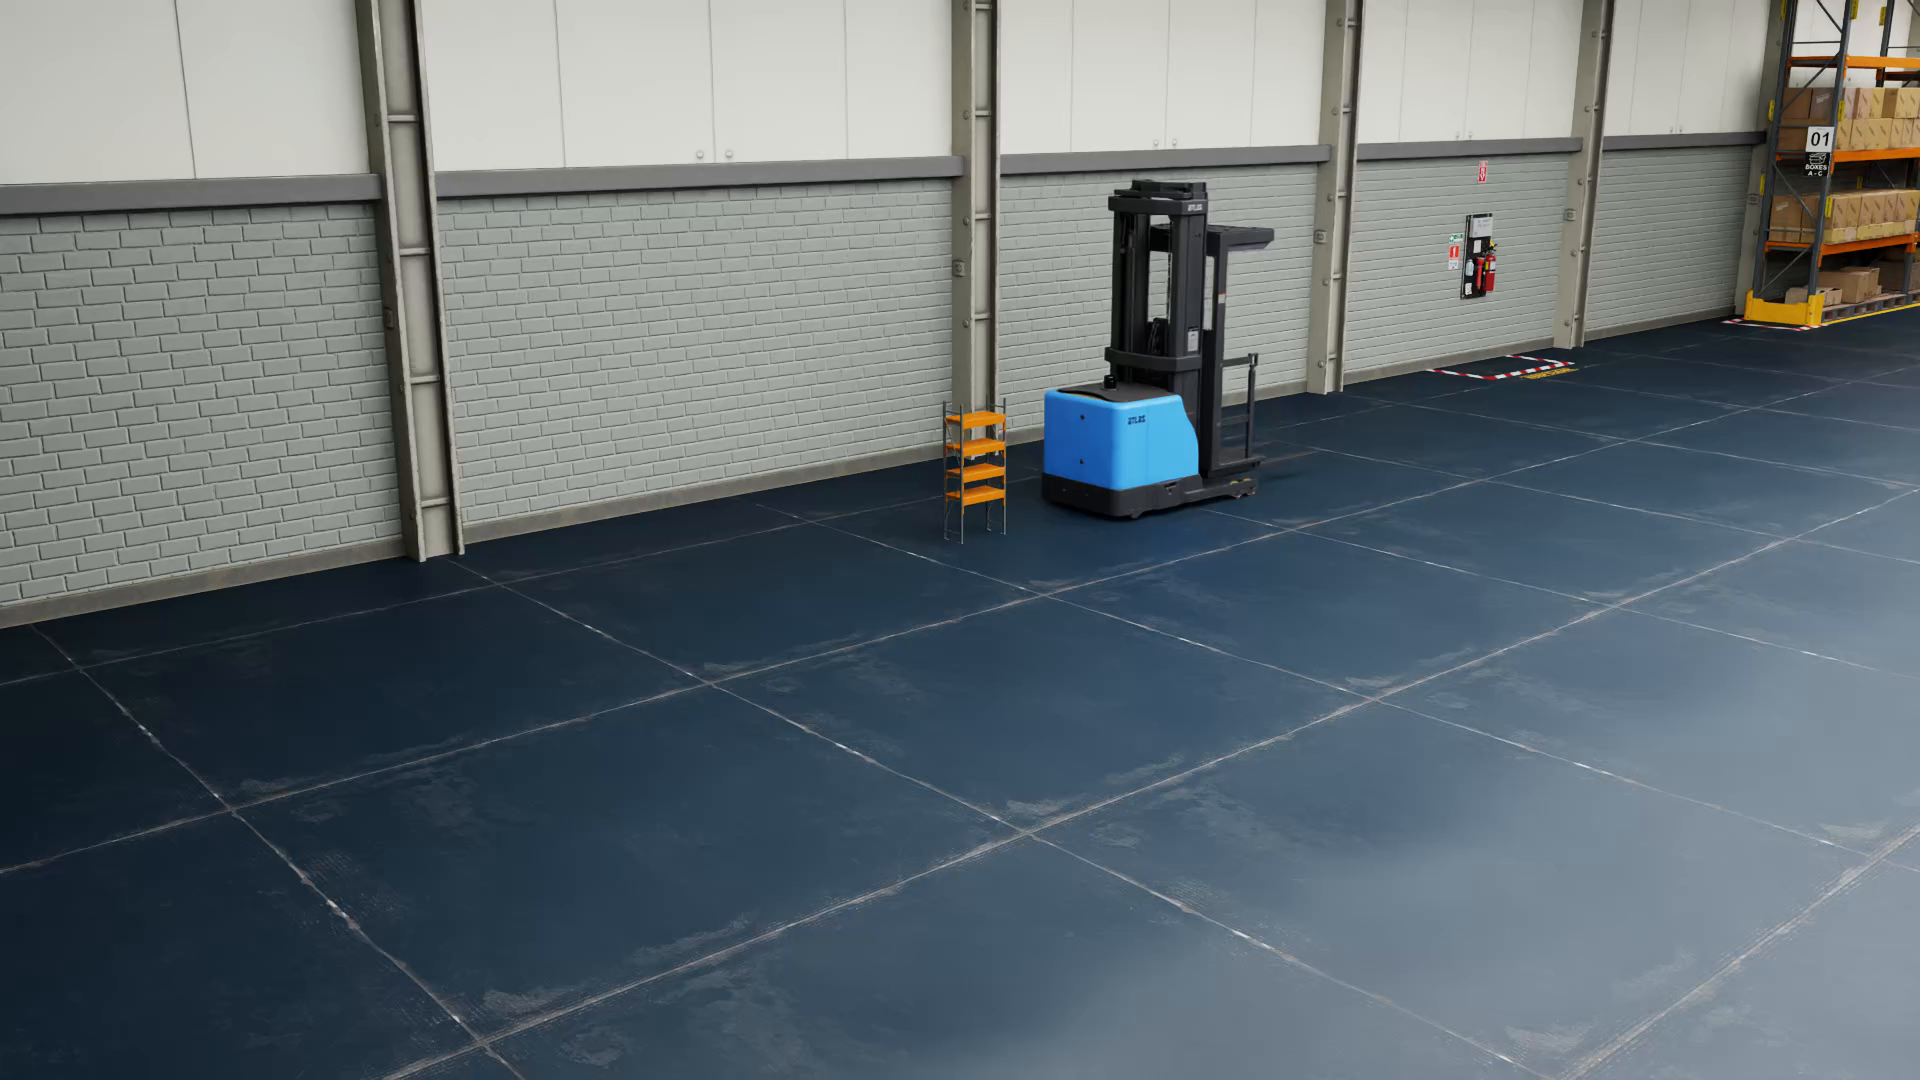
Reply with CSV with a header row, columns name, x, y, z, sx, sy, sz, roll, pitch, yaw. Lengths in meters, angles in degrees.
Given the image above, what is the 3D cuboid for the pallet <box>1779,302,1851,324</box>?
name,x,y,z,sx,sy,sz,roll,pitch,yaw
pallet,14.474,-3.908,28.472,1.213,0.211,1.003,-13,19,-39

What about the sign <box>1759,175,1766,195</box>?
name,x,y,z,sx,sy,sz,roll,pitch,yaw
sign,13.431,-5.935,27.802,0.005,0.325,0.100,-13,19,-39

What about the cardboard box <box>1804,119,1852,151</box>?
name,x,y,z,sx,sy,sz,roll,pitch,yaw
cardboard box,14.197,-6.627,27.202,0.500,0.500,0.500,-12,19,-38

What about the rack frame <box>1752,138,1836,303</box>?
name,x,y,z,sx,sy,sz,roll,pitch,yaw
rack frame,13.780,-5.112,27.575,0.127,3.000,1.000,-13,19,-39

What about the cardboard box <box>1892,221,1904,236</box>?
name,x,y,z,sx,sy,sz,roll,pitch,yaw
cardboard box,16.258,-5.505,29.297,0.500,0.250,0.500,-13,19,-39

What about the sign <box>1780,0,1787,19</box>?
name,x,y,z,sx,sy,sz,roll,pitch,yaw
sign,13.431,-8.649,27.077,0.005,0.325,0.100,-13,19,-39

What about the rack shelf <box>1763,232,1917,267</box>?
name,x,y,z,sx,sy,sz,roll,pitch,yaw
rack shelf,15.289,-5.103,28.936,4.000,0.370,1.077,-13,19,-39

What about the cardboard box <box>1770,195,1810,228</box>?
name,x,y,z,sx,sy,sz,roll,pitch,yaw
cardboard box,13.996,-5.533,27.949,0.500,0.500,0.500,-13,20,-40

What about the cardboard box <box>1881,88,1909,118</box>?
name,x,y,z,sx,sy,sz,roll,pitch,yaw
cardboard box,15.804,-7.457,28.371,0.500,0.500,0.500,-14,20,-41

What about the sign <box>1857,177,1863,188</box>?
name,x,y,z,sx,sy,sz,roll,pitch,yaw
sign,16.431,-6.456,30.364,0.005,0.325,0.100,-13,19,-39

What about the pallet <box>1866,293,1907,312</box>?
name,x,y,z,sx,sy,sz,roll,pitch,yaw
pallet,16.314,-4.322,30.020,1.213,0.211,1.003,-13,19,-39

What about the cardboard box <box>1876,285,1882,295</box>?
name,x,y,z,sx,sy,sz,roll,pitch,yaw
cardboard box,16.414,-4.537,30.059,0.380,0.166,0.250,13,20,40

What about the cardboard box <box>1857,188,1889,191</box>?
name,x,y,z,sx,sy,sz,roll,pitch,yaw
cardboard box,16.306,-6.050,29.886,0.500,0.500,0.500,-13,20,-41

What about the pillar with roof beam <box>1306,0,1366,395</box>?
name,x,y,z,sx,sy,sz,roll,pitch,yaw
pillar with roof beam,7.514,-5.426,17.127,0.400,9.000,9.100,-13,19,-39

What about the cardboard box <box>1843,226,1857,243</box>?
name,x,y,z,sx,sy,sz,roll,pitch,yaw
cardboard box,14.739,-5.161,28.009,0.500,0.250,0.500,-13,20,-41

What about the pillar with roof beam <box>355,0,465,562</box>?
name,x,y,z,sx,sy,sz,roll,pitch,yaw
pillar with roof beam,-1.539,-3.393,9.517,0.400,9.000,9.100,-13,19,-39

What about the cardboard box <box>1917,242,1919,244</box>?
name,x,y,z,sx,sy,sz,roll,pitch,yaw
cardboard box,18.450,-5.530,31.677,0.500,0.250,0.500,-13,20,-40

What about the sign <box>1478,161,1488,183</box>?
name,x,y,z,sx,sy,sz,roll,pitch,yaw
sign,7.253,-5.109,23.073,0.199,0.298,0.001,-13,19,-39

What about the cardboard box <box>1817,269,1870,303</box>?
name,x,y,z,sx,sy,sz,roll,pitch,yaw
cardboard box,15.377,-4.427,29.004,0.500,0.500,0.700,-14,21,-43

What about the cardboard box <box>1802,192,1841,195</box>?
name,x,y,z,sx,sy,sz,roll,pitch,yaw
cardboard box,14.770,-5.704,28.592,0.500,0.500,0.500,-13,20,-41

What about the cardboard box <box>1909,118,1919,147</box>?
name,x,y,z,sx,sy,sz,roll,pitch,yaw
cardboard box,16.577,-7.162,29.207,0.500,0.500,0.500,-12,19,-38

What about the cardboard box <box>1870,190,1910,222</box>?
name,x,y,z,sx,sy,sz,roll,pitch,yaw
cardboard box,16.271,-5.863,29.186,0.500,0.500,0.500,-13,20,-40

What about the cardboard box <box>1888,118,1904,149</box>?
name,x,y,z,sx,sy,sz,roll,pitch,yaw
cardboard box,15.796,-6.978,28.518,0.500,0.500,0.500,-14,20,-41

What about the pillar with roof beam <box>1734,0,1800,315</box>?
name,x,y,z,sx,sy,sz,roll,pitch,yaw
pillar with roof beam,16.566,-7.459,24.737,0.400,9.000,9.100,-13,19,-39

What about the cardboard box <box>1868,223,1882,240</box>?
name,x,y,z,sx,sy,sz,roll,pitch,yaw
cardboard box,15.510,-5.331,28.647,0.500,0.250,0.500,-12,19,-39

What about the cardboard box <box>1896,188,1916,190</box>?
name,x,y,z,sx,sy,sz,roll,pitch,yaw
cardboard box,17.630,-6.223,30.689,0.500,0.500,0.700,-10,18,-34

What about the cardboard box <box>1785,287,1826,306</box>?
name,x,y,z,sx,sy,sz,roll,pitch,yaw
cardboard box,14.361,-4.125,28.238,0.500,0.311,0.500,13,20,41

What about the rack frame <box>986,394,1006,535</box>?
name,x,y,z,sx,sy,sz,roll,pitch,yaw
rack frame,0.309,-0.649,14.355,0.015,1.200,0.240,-13,20,-39

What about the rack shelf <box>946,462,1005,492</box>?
name,x,y,z,sx,sy,sz,roll,pitch,yaw
rack shelf,0.125,-0.543,14.217,0.480,0.148,0.258,-13,20,-39

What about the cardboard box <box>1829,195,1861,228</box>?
name,x,y,z,sx,sy,sz,roll,pitch,yaw
cardboard box,14.717,-5.515,27.885,0.500,0.500,0.500,-13,19,-39

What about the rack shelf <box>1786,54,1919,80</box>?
name,x,y,z,sx,sy,sz,roll,pitch,yaw
rack shelf,15.289,-8.000,28.162,4.000,0.370,1.077,-13,19,-39

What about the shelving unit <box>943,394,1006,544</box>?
name,x,y,z,sx,sy,sz,roll,pitch,yaw
shelving unit,0.125,-0.608,14.200,0.503,1.200,0.258,-13,20,-39

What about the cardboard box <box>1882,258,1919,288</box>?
name,x,y,z,sx,sy,sz,roll,pitch,yaw
cardboard box,17.699,-5.020,31.221,0.500,0.500,0.700,-13,20,-40

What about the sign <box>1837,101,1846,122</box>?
name,x,y,z,sx,sy,sz,roll,pitch,yaw
sign,14.136,-6.878,26.680,0.005,0.325,0.100,-13,19,-39

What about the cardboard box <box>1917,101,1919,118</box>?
name,x,y,z,sx,sy,sz,roll,pitch,yaw
cardboard box,16.598,-7.642,29.065,0.500,0.500,0.500,14,20,42

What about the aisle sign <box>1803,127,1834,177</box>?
name,x,y,z,sx,sy,sz,roll,pitch,yaw
aisle sign,13.923,-6.297,26.975,0.004,0.787,0.394,-13,19,-39

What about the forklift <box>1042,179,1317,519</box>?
name,x,y,z,sx,sy,sz,roll,pitch,yaw
forklift,2.213,-1.899,15.679,3.031,2.935,1.130,-12,19,-38

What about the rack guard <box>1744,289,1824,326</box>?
name,x,y,z,sx,sy,sz,roll,pitch,yaw
rack guard,13.837,-3.917,27.946,0.348,0.500,1.175,-13,19,-39

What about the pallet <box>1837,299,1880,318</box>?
name,x,y,z,sx,sy,sz,roll,pitch,yaw
pallet,15.393,-4.114,29.242,1.213,0.211,1.003,-13,19,-39

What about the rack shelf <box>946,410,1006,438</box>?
name,x,y,z,sx,sy,sz,roll,pitch,yaw
rack shelf,0.125,-0.987,14.099,0.480,0.148,0.258,-13,20,-39

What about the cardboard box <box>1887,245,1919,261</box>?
name,x,y,z,sx,sy,sz,roll,pitch,yaw
cardboard box,17.672,-5.360,31.041,0.500,0.250,0.500,-13,20,-41

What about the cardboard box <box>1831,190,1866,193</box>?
name,x,y,z,sx,sy,sz,roll,pitch,yaw
cardboard box,15.534,-5.880,29.248,0.500,0.500,0.500,-12,19,-38

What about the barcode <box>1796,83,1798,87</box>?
name,x,y,z,sx,sy,sz,roll,pitch,yaw
barcode,13.988,-7.600,27.783,0.075,0.075,0.001,-13,19,-39

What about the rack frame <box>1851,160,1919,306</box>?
name,x,y,z,sx,sy,sz,roll,pitch,yaw
rack frame,16.798,-5.789,30.112,0.127,3.000,1.000,-13,19,-39

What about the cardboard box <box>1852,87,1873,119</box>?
name,x,y,z,sx,sy,sz,roll,pitch,yaw
cardboard box,14.642,-7.195,27.392,0.500,0.500,0.500,-13,20,-40

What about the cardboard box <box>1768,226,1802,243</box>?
name,x,y,z,sx,sy,sz,roll,pitch,yaw
cardboard box,14.005,-5.166,28.029,0.500,0.250,0.500,-12,19,-39

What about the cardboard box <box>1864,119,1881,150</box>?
name,x,y,z,sx,sy,sz,roll,pitch,yaw
cardboard box,15.014,-6.800,27.849,0.500,0.500,0.500,-12,19,-37

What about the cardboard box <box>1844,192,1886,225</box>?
name,x,y,z,sx,sy,sz,roll,pitch,yaw
cardboard box,15.492,-5.692,28.544,0.500,0.500,0.500,-12,19,-38
